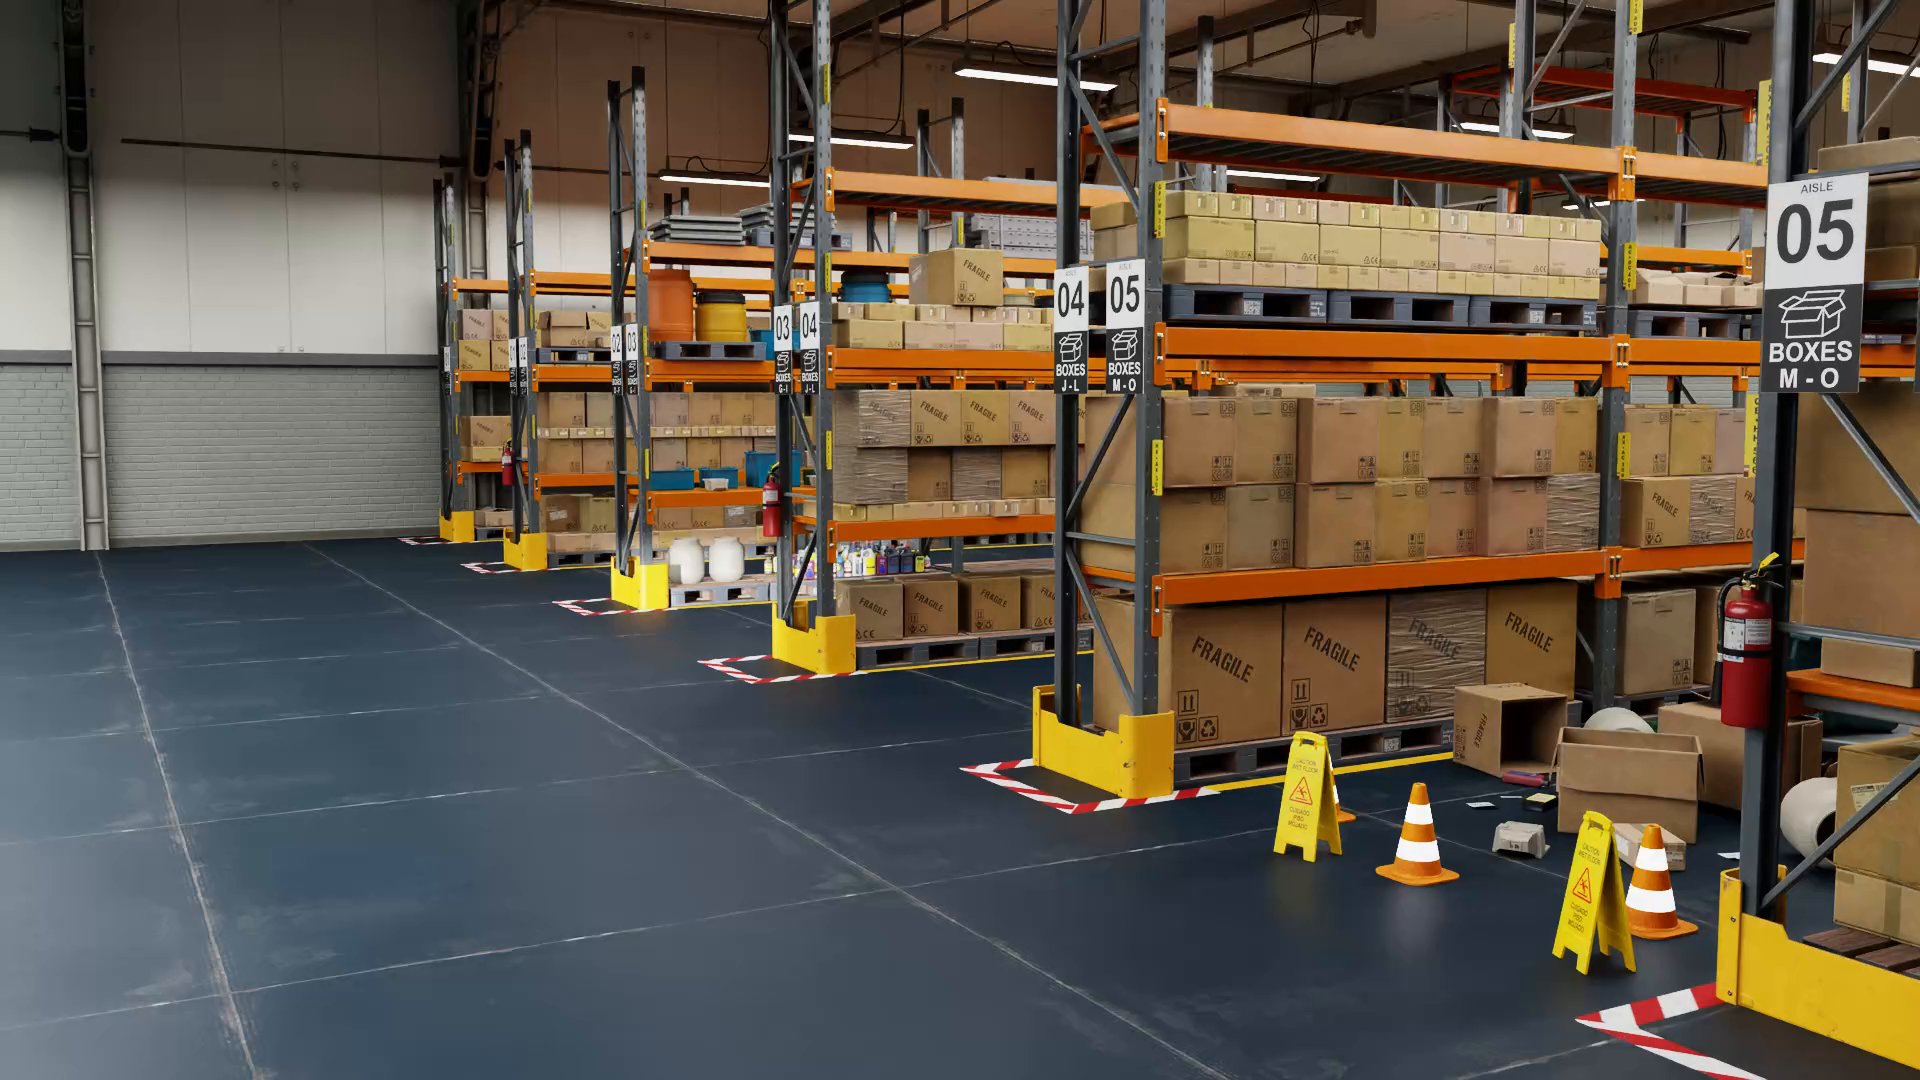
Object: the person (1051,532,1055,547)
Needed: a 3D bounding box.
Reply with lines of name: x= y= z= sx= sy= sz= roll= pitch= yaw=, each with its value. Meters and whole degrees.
person: x=1.232 y=-0.075 z=18.245 sx=0.709 sy=1.783 sz=0.582 roll=-3 pitch=6 yaw=-29
